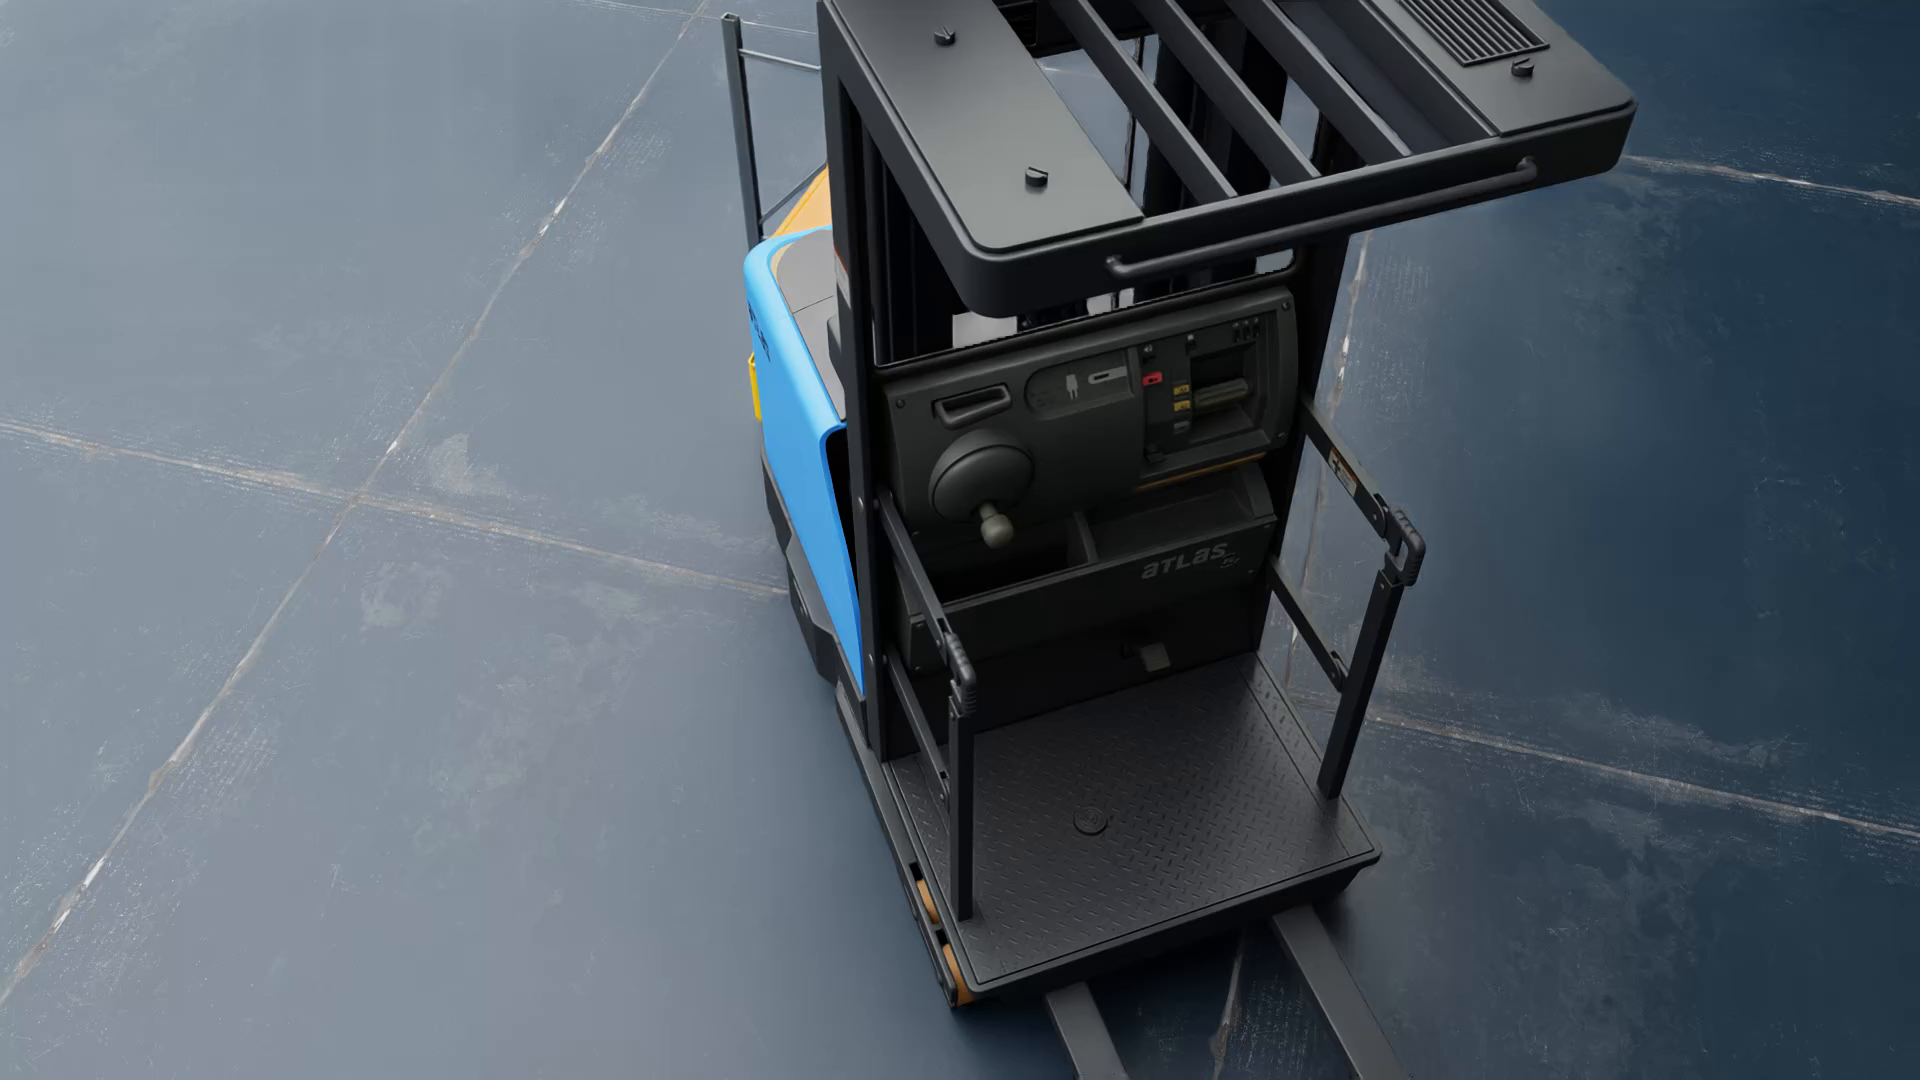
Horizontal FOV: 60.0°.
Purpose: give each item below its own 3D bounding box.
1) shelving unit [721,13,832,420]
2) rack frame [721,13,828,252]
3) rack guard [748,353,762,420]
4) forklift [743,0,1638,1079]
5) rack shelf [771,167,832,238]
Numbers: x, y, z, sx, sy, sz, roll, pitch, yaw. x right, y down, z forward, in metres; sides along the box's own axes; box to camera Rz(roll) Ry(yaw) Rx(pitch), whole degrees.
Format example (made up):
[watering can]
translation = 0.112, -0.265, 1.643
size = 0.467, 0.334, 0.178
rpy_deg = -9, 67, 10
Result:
[shelving unit]
translation = -0.223, -1.202, 5.310
size = 0.587, 1.500, 1.083
rpy_deg = 17, 51, 14
[rack frame]
translation = -0.410, -0.855, 5.004
size = 0.500, 1.500, 0.032
rpy_deg = 17, 51, 14
[rack guard]
translation = -0.410, -0.442, 5.474
size = 0.587, 0.250, 0.087
rpy_deg = 17, 51, 14
[forklift]
translation = 0.375, -0.157, 3.434
size = 1.130, 2.935, 3.031
rpy_deg = -15, 50, -13
[rack shelf]
translation = -0.220, -1.089, 5.451
size = 0.538, 0.185, 1.000
rpy_deg = 17, 51, 14
